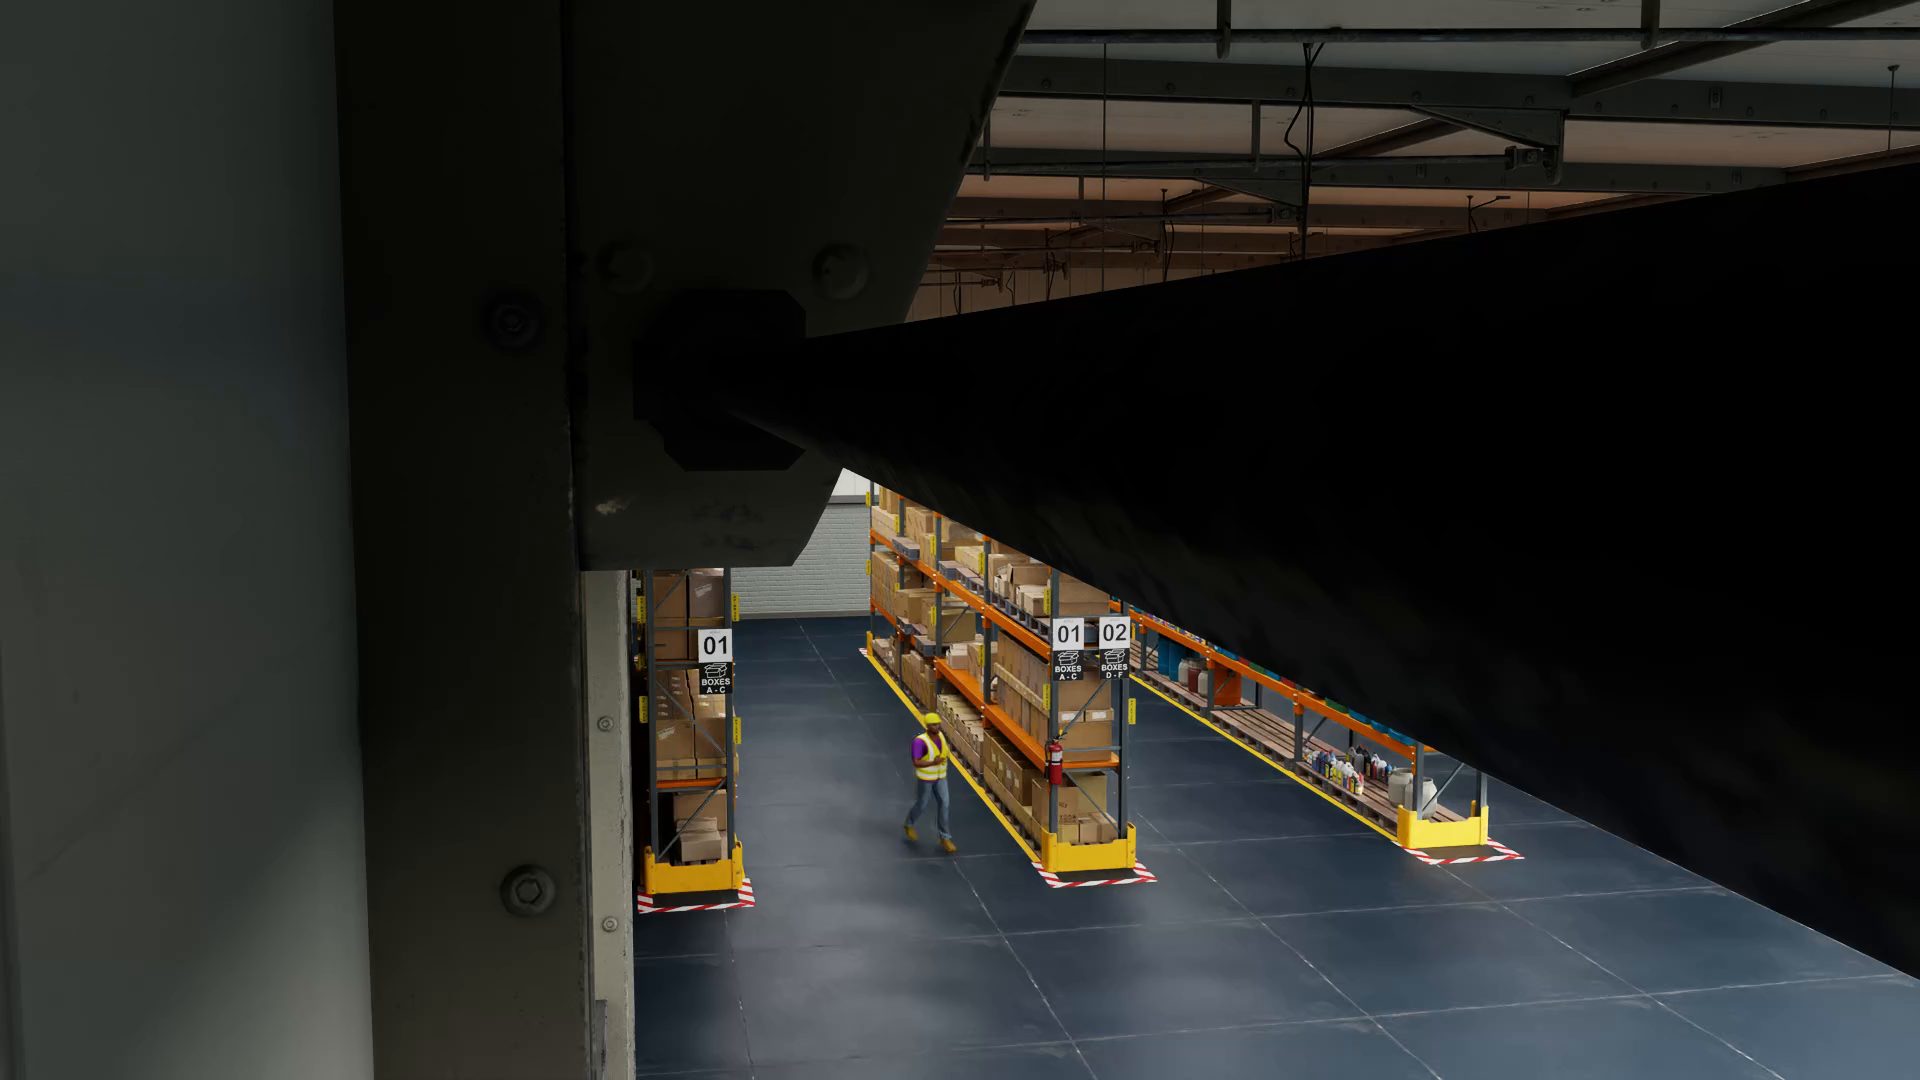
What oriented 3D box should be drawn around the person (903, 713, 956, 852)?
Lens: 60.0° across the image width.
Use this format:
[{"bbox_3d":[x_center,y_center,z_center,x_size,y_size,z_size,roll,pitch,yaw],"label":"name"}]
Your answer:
[{"bbox_3d":[-0.397,3.142,21.871,0.688,1.781,0.950,-5,8,-40],"label":"person"}]
